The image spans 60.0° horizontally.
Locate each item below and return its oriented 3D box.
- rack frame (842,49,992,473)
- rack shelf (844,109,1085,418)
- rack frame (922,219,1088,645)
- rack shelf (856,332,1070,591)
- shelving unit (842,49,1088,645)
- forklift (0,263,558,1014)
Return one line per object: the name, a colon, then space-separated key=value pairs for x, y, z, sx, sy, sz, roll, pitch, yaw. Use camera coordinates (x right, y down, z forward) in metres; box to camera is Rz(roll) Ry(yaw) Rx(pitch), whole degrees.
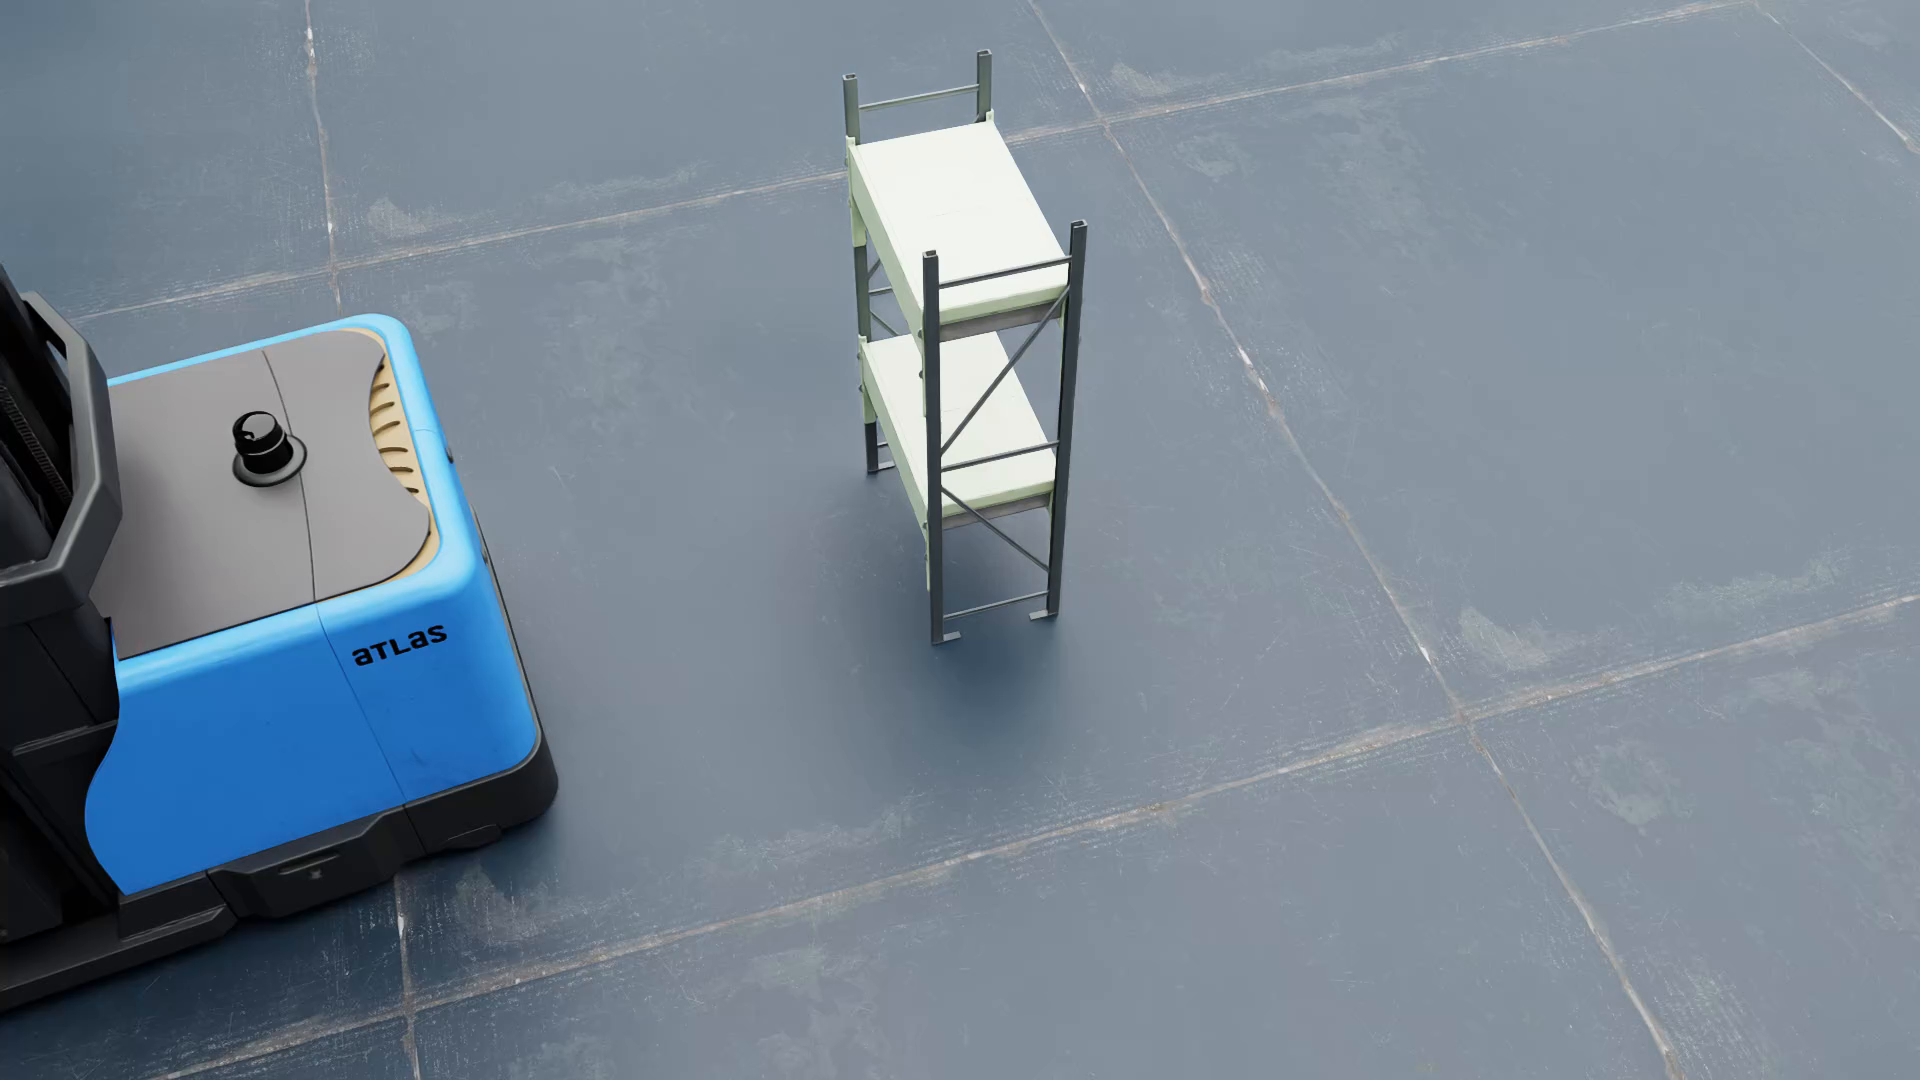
rack frame: x=-0.110 y=-0.756 z=4.906 sx=0.400 sy=1.500 sz=0.023 roll=-13 pitch=51 yaw=-11
rack shelf: x=-0.002 y=-0.740 z=4.382 sx=0.431 sy=0.370 sz=0.720 roll=-13 pitch=51 yaw=-11
rack frame: x=0.106 y=-0.221 z=4.455 sx=0.400 sy=1.500 sz=0.023 roll=-13 pitch=51 yaw=-11
rack shelf: x=-0.002 y=-0.278 z=4.930 sx=0.431 sy=0.370 sz=0.720 roll=-13 pitch=51 yaw=-11
shelving unit: x=-0.002 y=-0.488 z=4.681 sx=0.431 sy=1.500 sz=0.755 roll=-13 pitch=51 yaw=-11
forklift: x=-2.675 y=-0.093 z=3.412 sx=3.031 sy=2.935 sz=1.130 roll=-18 pitch=52 yaw=-14
